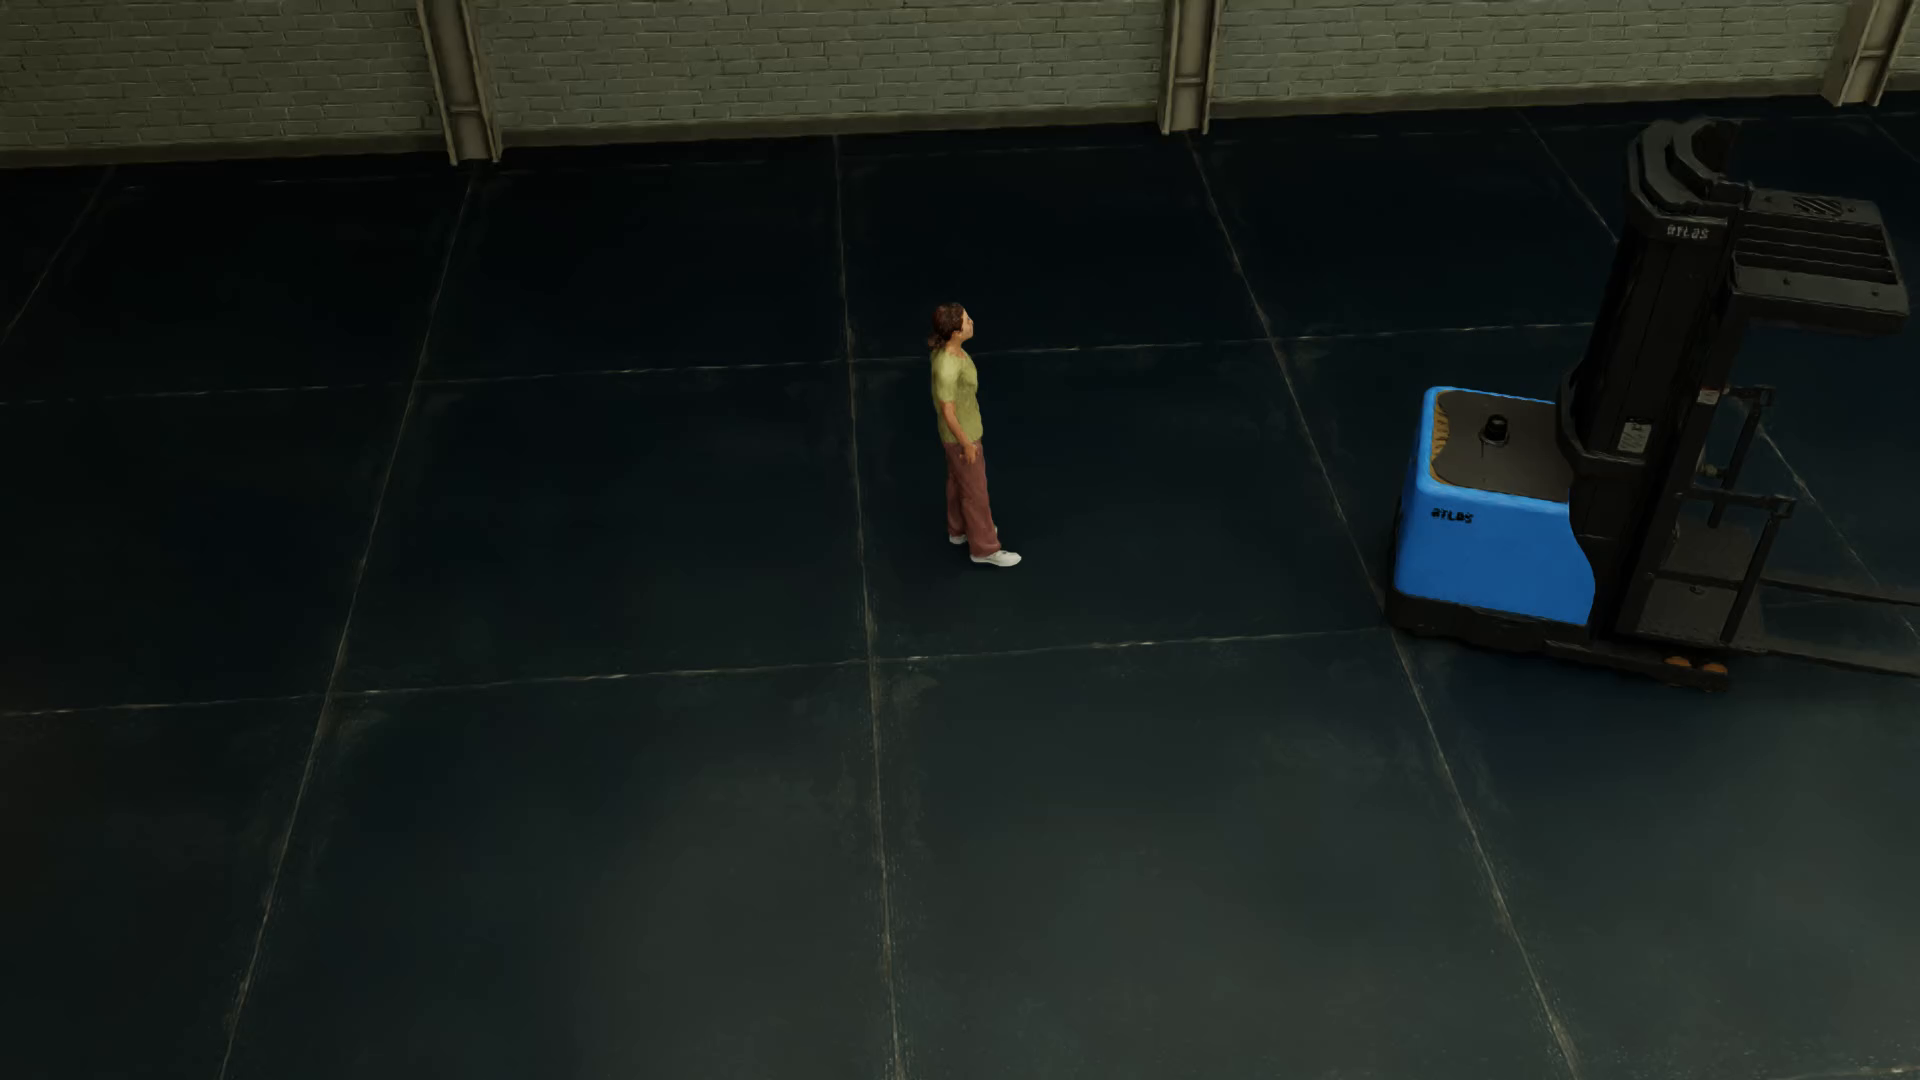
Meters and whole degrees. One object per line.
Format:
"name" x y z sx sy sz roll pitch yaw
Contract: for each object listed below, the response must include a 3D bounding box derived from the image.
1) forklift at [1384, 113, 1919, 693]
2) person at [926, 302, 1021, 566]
"forklift" 4.018 -0.655 8.703 3.031 2.935 1.130 10 42 11
"person" 0.075 -0.639 9.640 0.548 1.674 0.554 -3 41 -4
